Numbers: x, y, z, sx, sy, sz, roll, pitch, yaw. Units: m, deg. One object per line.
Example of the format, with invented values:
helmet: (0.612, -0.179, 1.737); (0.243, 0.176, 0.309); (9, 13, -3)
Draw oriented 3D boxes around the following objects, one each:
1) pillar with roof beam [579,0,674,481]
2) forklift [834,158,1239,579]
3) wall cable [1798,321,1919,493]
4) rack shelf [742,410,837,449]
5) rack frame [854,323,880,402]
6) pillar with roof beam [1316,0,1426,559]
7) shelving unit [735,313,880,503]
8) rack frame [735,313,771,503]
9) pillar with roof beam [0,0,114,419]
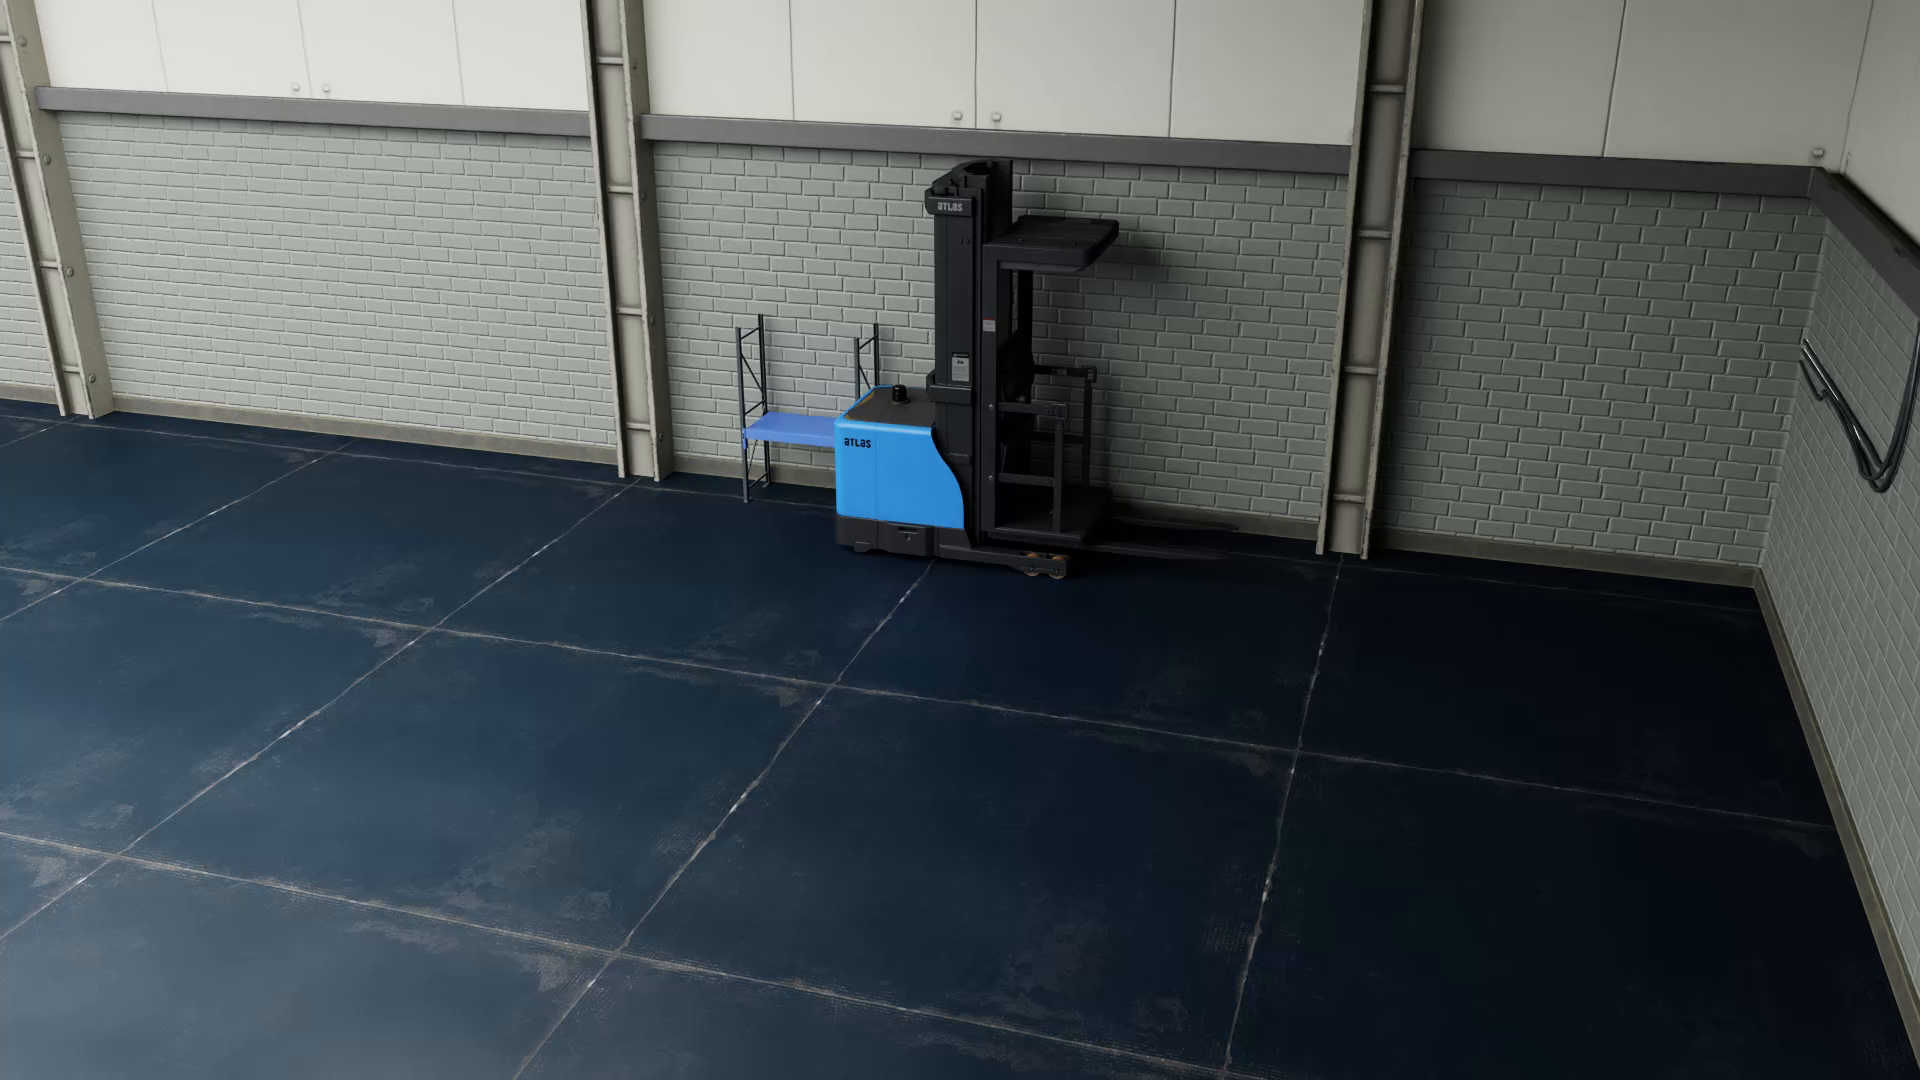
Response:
pillar with roof beam: (-3.990, -3.184, 9.081); (0.400, 9.000, 9.100); (7, 23, 16)
forklift: (0.605, -1.289, 12.456); (3.031, 2.935, 1.130); (6, 23, 15)
wall cable: (5.436, -1.851, 9.921); (0.112, 2.526, 3.097); (7, 23, 16)
rack shelf: (-1.236, -0.875, 13.805); (1.000, 0.185, 0.538); (7, 23, 16)
rack frame: (-0.751, -0.984, 13.599); (0.032, 1.500, 0.500); (7, 23, 16)
pillar with roof beam: (1.754, -2.527, 7.477); (0.400, 9.000, 9.100); (7, 23, 16)
shelving unit: (-1.236, -1.041, 13.737); (1.048, 1.500, 0.538); (7, 23, 16)
rack frame: (-1.722, -1.098, 13.875); (0.032, 1.500, 0.500); (7, 23, 16)
pillar with roof beam: (-9.734, -3.842, 10.684); (0.400, 9.000, 9.100); (7, 23, 16)
